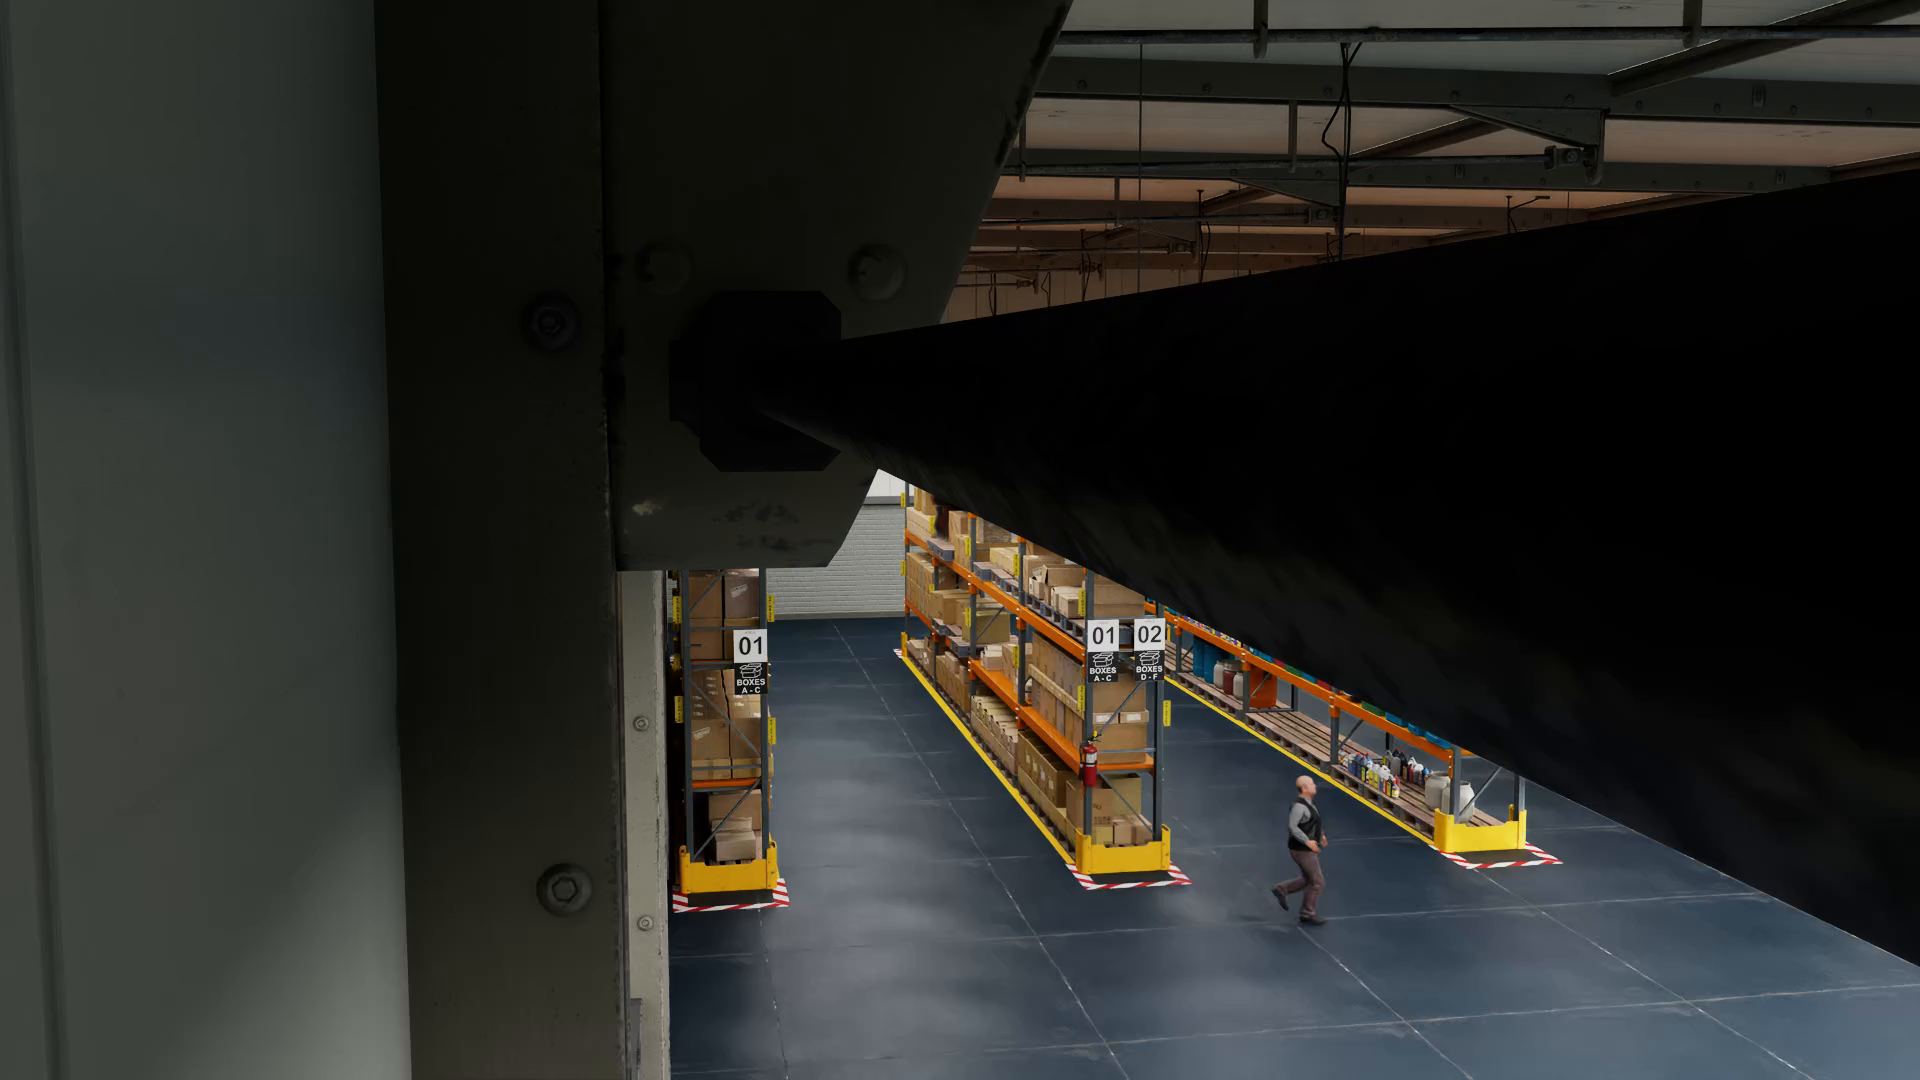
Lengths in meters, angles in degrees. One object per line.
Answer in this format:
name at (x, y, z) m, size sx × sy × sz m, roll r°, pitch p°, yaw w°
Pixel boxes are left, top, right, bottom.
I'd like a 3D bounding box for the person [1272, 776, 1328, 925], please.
person at (3.874, 3.525, 18.984) m, size 0.644 × 1.695 × 0.683 m, roll 2°, pitch 6°, yaw 20°
